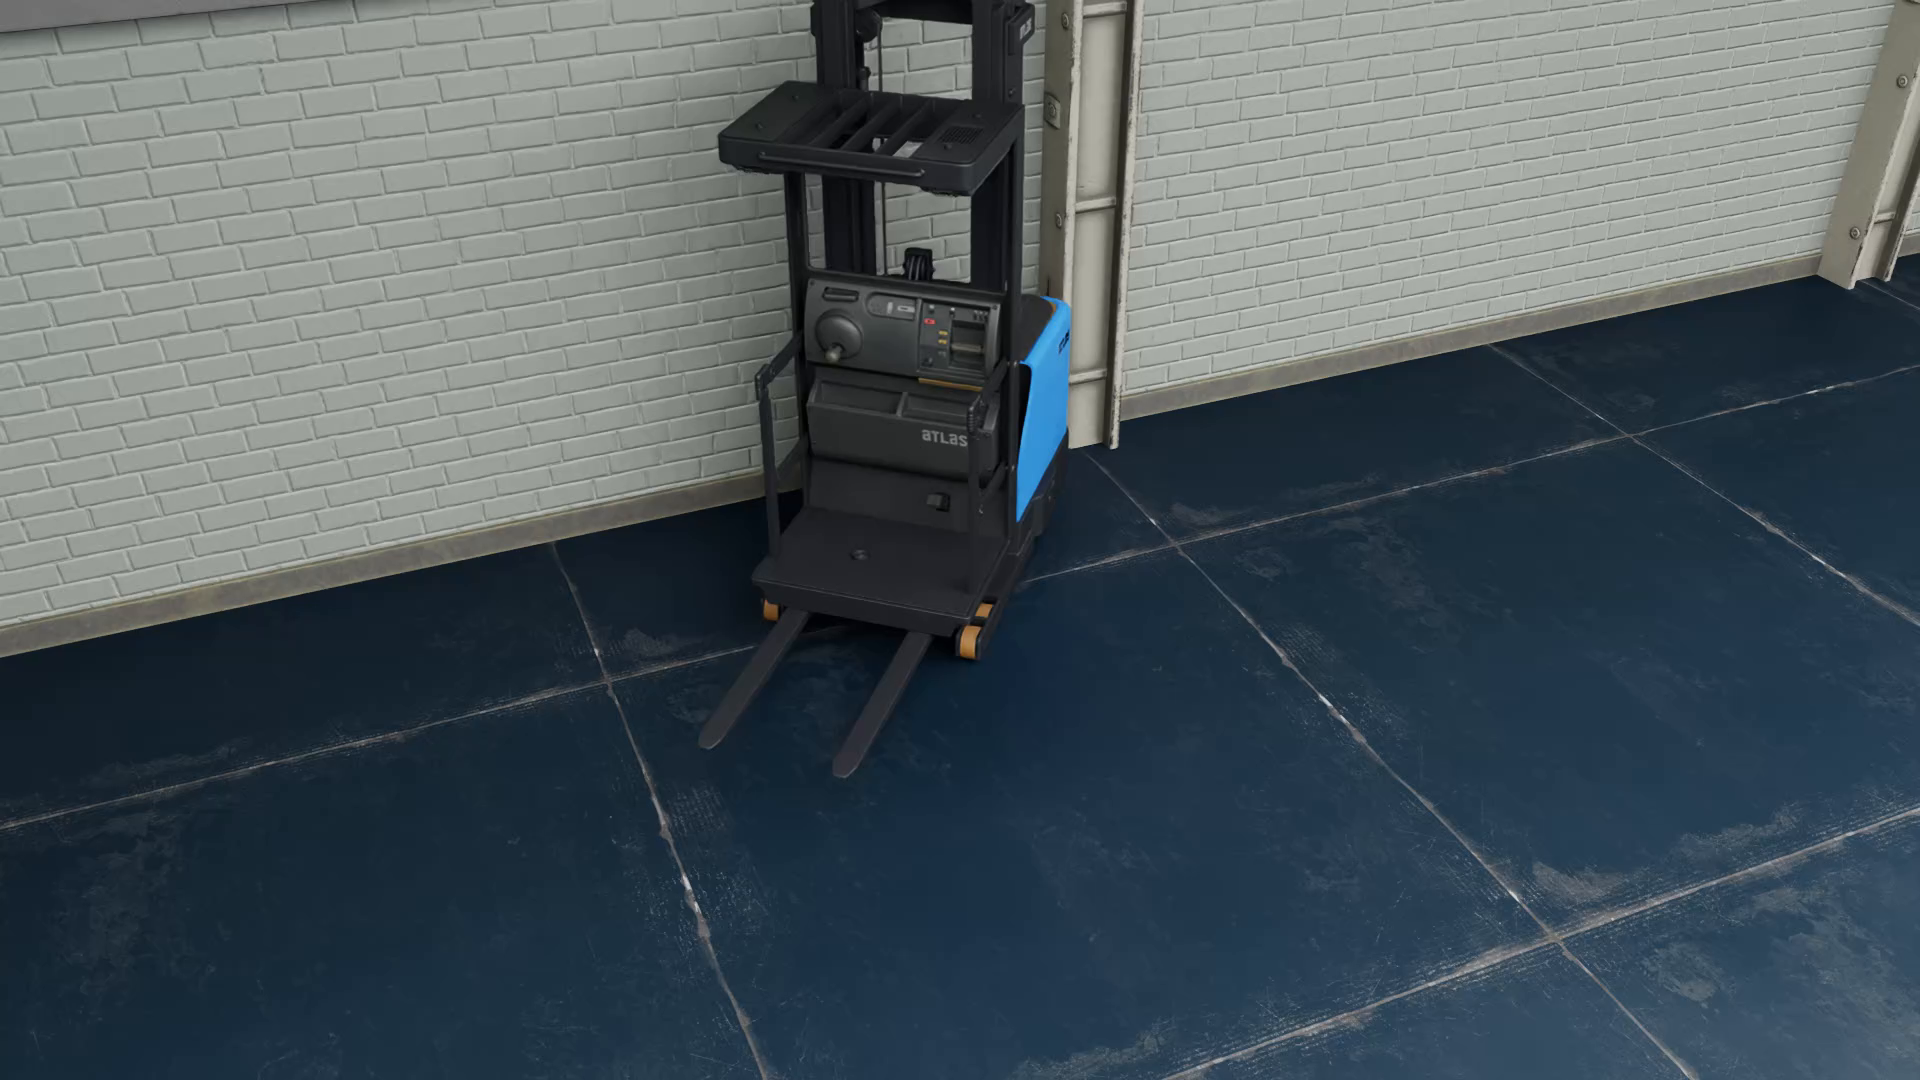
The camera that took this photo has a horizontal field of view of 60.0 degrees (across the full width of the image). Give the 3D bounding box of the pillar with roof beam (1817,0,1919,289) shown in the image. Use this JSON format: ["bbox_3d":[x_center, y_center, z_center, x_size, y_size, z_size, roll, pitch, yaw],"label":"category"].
[{"bbox_3d":[7.870,-3.443,5.790,0.400,9.000,9.100,-13,35,-19],"label":"pillar with roof beam"}]

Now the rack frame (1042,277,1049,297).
[{"bbox_3d":[0.467,-0.920,9.177,0.008,1.050,0.200,5,31,10],"label":"rack frame"}]

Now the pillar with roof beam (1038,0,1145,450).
[{"bbox_3d":[2.338,-2.176,3.843,0.400,9.000,9.100,-13,35,-19],"label":"pillar with roof beam"}]

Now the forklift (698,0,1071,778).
[{"bbox_3d":[-0.333,-0.906,7.455,1.130,2.935,3.031,10,34,15],"label":"forklift"}]

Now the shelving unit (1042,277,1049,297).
[{"bbox_3d":[0.348,-0.930,9.198,0.252,1.050,0.215,5,31,10],"label":"shelving unit"}]
